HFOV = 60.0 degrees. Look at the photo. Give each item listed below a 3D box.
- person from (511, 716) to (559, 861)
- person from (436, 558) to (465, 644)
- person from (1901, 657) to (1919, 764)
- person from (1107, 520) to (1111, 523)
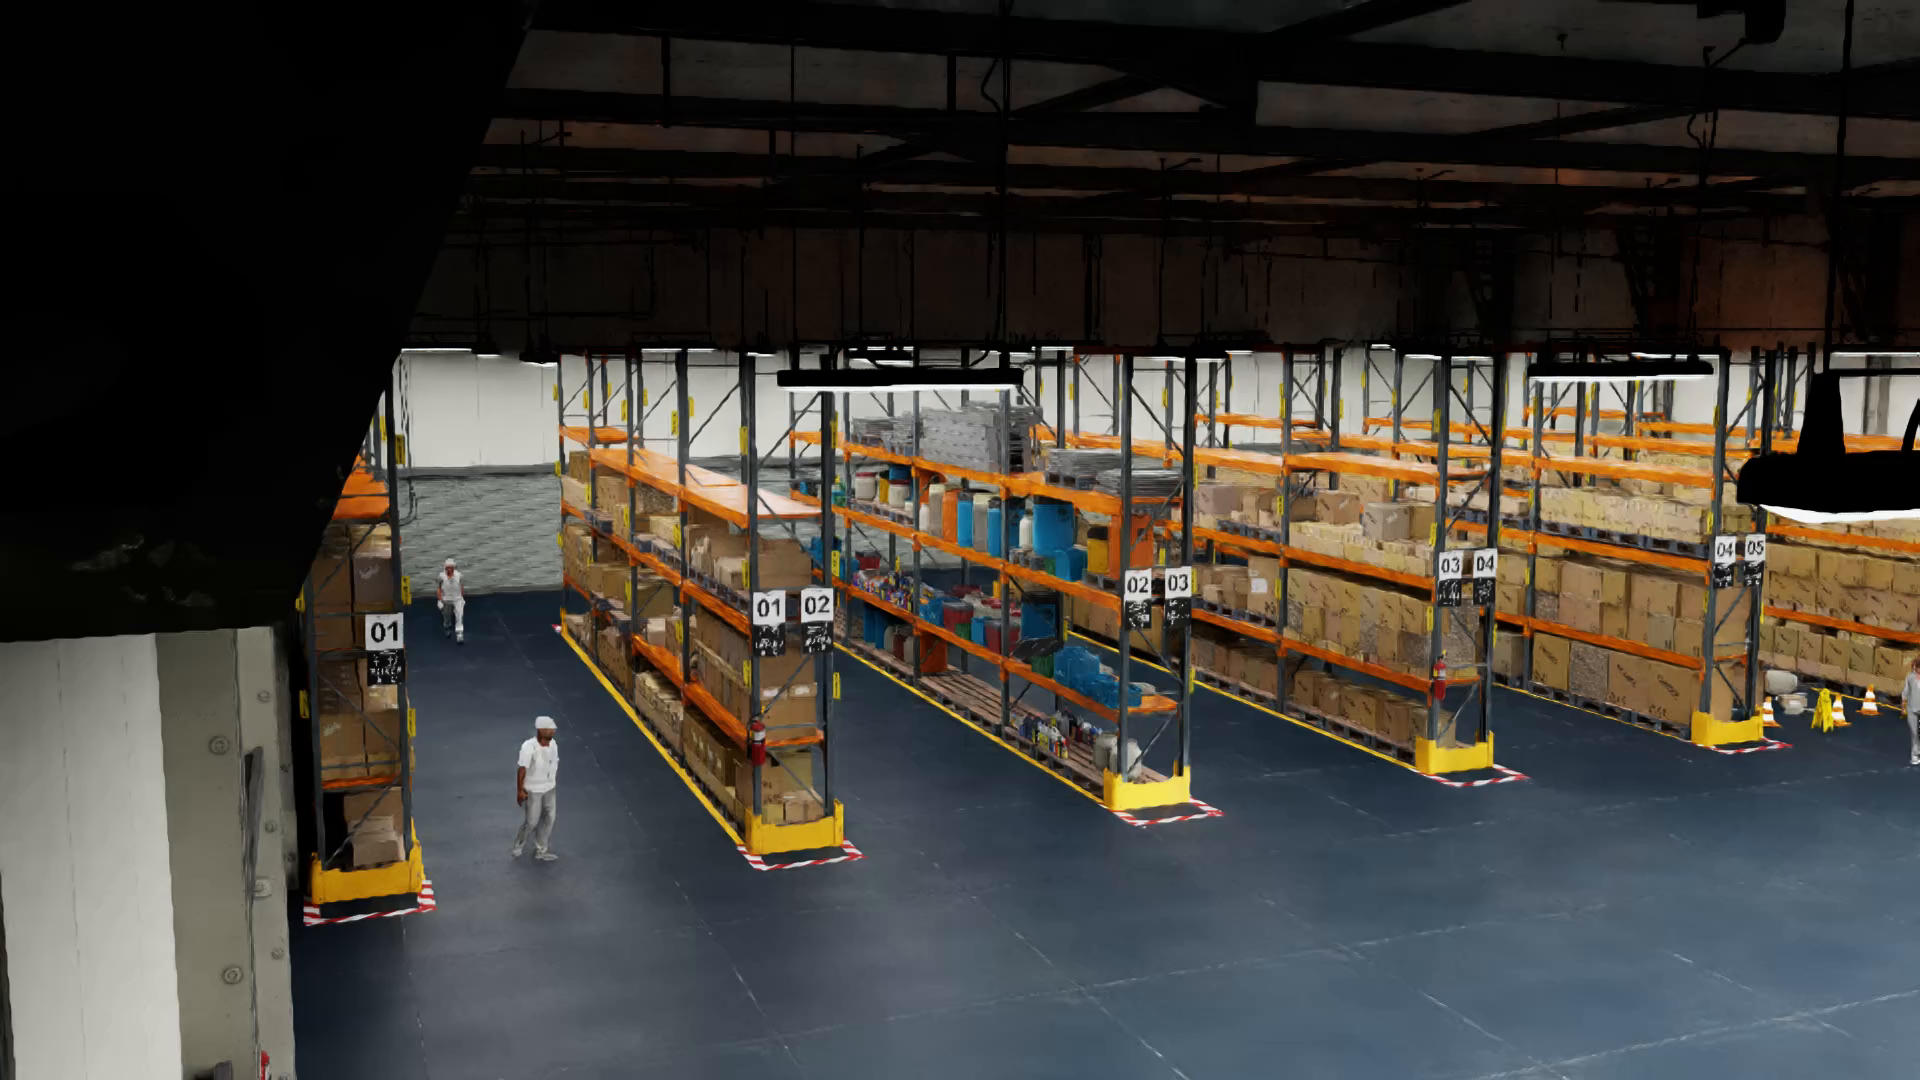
[{"bbox_3d":[-5.063,2.954,19.846,0.579,1.754,0.612,5,9,33],"label":"person"},{"bbox_3d":[-10.281,1.207,33.589,0.553,1.709,1.123,-3,8,-19],"label":"person"},{"bbox_3d":[13.977,2.475,24.146,0.552,1.589,0.413,6,9,37],"label":"person"},{"bbox_3d":[3.747,0.354,40.440,0.654,1.720,0.554,7,10,43],"label":"person"}]
